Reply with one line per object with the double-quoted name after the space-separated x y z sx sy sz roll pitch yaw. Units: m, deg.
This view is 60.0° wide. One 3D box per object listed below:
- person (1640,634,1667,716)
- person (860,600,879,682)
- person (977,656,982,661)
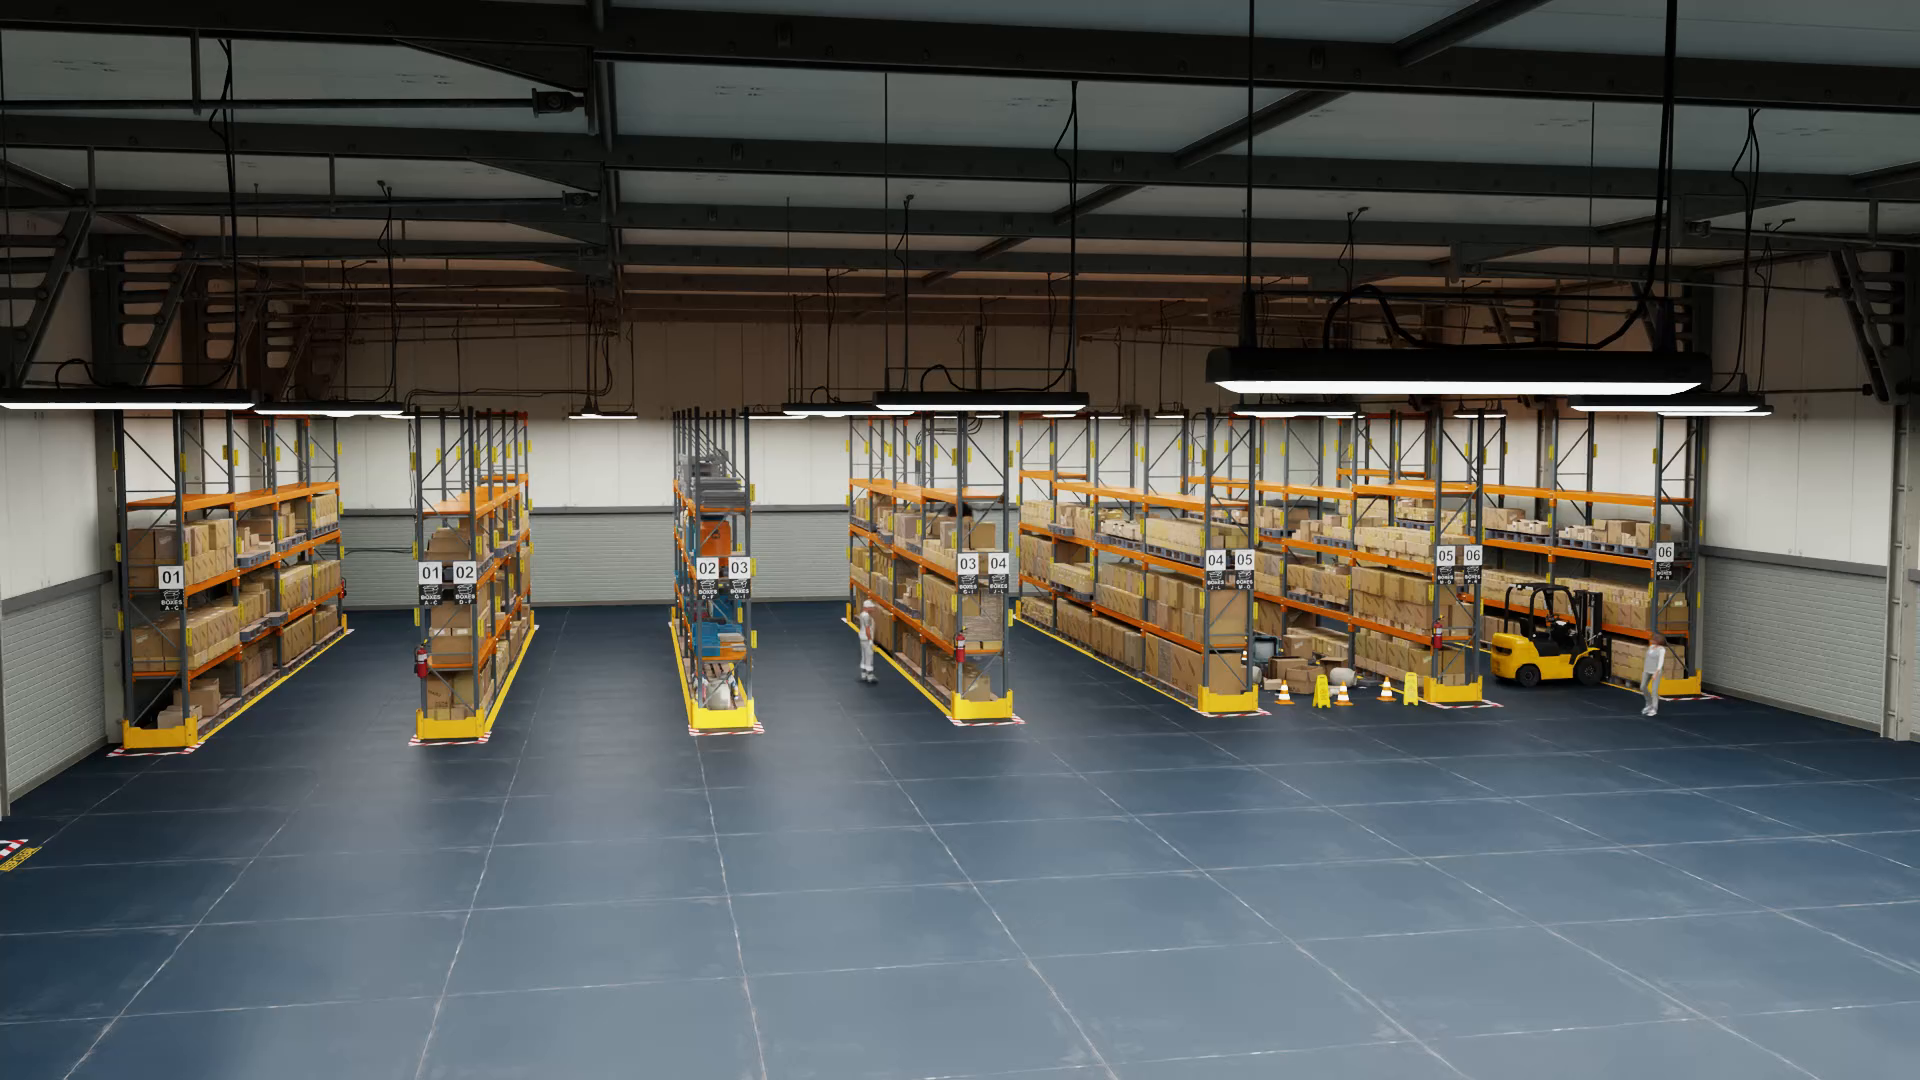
13.509 2.640 32.492 0.394 1.577 0.501 -2 5 -28 "person"
-1.995 2.217 36.590 0.407 1.790 0.619 -1 4 -15 "person"
0.486 2.006 40.093 0.628 1.675 0.968 -1 4 -10 "person"
